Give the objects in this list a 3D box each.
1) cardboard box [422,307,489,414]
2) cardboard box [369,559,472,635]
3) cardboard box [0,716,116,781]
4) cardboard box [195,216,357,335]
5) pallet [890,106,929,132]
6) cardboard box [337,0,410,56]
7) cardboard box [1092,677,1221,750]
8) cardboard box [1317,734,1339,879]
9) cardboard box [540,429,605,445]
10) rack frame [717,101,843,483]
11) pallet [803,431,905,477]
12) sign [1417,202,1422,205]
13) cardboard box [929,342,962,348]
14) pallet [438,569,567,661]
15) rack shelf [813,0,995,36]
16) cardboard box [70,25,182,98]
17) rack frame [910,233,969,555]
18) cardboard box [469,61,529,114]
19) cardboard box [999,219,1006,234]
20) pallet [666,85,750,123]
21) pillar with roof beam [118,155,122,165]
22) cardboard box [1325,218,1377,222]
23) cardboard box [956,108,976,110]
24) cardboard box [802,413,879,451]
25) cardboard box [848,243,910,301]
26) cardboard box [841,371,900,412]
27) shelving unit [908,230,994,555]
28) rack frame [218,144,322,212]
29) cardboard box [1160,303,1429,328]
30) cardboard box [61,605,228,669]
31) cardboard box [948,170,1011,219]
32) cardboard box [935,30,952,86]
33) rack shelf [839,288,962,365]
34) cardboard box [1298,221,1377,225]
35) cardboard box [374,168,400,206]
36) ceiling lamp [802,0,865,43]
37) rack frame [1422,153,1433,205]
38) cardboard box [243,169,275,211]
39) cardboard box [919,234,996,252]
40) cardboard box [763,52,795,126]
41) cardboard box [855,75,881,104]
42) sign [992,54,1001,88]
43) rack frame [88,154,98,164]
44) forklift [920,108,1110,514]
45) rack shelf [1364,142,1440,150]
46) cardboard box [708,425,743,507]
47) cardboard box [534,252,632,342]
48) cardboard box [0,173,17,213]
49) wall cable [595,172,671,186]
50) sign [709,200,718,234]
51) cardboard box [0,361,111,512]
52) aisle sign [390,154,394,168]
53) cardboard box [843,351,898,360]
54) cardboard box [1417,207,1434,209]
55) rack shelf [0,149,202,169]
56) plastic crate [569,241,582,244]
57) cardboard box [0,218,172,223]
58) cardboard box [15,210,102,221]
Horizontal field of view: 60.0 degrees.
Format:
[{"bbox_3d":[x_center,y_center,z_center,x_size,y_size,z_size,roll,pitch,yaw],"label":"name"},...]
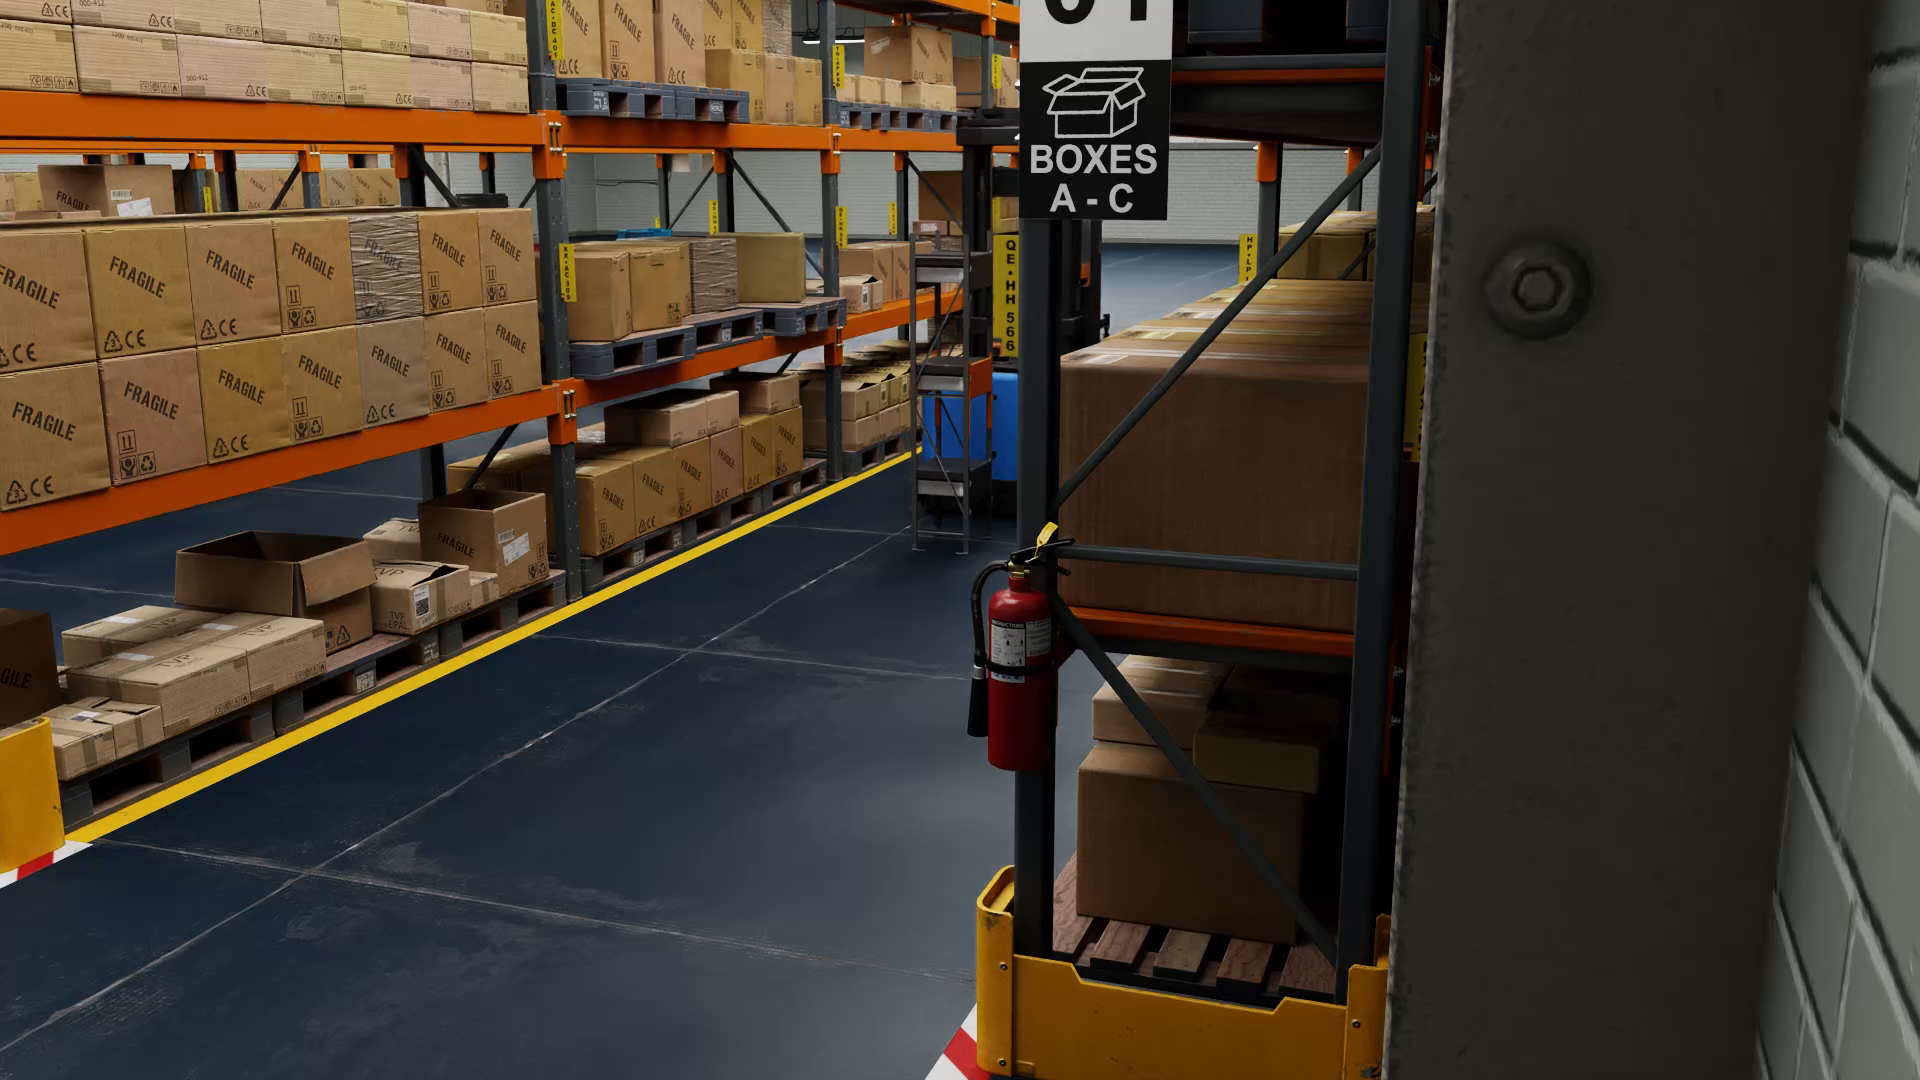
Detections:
[{"bbox_3d":[-2.832,-0.950,8.676,0.500,0.500,0.500,5,14,20],"label":"cardboard box"},{"bbox_3d":[-2.906,0.261,8.649,0.500,0.311,0.500,4,14,18],"label":"cardboard box"},{"bbox_3d":[-3.581,0.821,6.562,0.380,0.149,0.250,4,14,18],"label":"cardboard box"},{"bbox_3d":[-3.157,-1.225,7.633,0.500,0.500,0.500,4,14,18],"label":"cardboard box"},{"bbox_3d":[-0.959,-3.731,14.770,1.003,0.211,1.213,5,14,21],"label":"pallet"},{"bbox_3d":[-2.977,-2.434,7.878,0.500,0.250,0.500,4,14,18],"label":"cardboard box"},{"bbox_3d":[0.648,0.567,5.469,0.380,0.149,0.250,4,14,18],"label":"cardboard box"},{"bbox_3d":[0.940,0.819,5.827,0.700,0.500,0.500,4,14,18],"label":"cardboard box"},{"bbox_3d":[-2.529,-0.463,11.396,0.500,0.500,0.500,5,14,19],"label":"cardboard box"},{"bbox_3d":[-1.453,-1.976,13.396,1.000,3.000,0.127,4,14,18],"label":"rack frame"},{"bbox_3d":[-1.150,-0.787,14.453,1.003,0.211,1.213,4,14,18],"label":"pallet"},{"bbox_3d":[5.310,-3.765,19.291,0.100,0.325,0.005,4,14,18],"label":"sign"},{"bbox_3d":[-0.019,-1.850,16.818,0.500,0.311,0.500,4,14,18],"label":"cardboard box"},{"bbox_3d":[-2.971,0.371,9.383,1.003,0.211,1.213,4,14,18],"label":"pallet"},{"bbox_3d":[-0.806,-4.776,14.697,1.077,0.370,4.000,4,14,18],"label":"rack shelf"},{"bbox_3d":[-3.461,-1.875,6.549,0.500,0.250,0.500,4,14,18],"label":"cardboard box"},{"bbox_3d":[-0.133,-0.937,10.869,0.400,2.100,0.015,4,14,18],"label":"rack frame"},{"bbox_3d":[-2.653,-2.401,8.856,0.500,0.250,0.500,4,14,18],"label":"cardboard box"},{"bbox_3d":[0.274,-3.333,17.659,0.380,0.149,0.250,4,13,17],"label":"cardboard box"},{"bbox_3d":[-2.138,-2.855,10.930,1.213,0.211,1.003,4,14,18],"label":"pallet"},{"bbox_3d":[-15.434,-10.504,37.278,9.100,9.000,0.548,4,14,18],"label":"pillar with roof beam"},{"bbox_3d":[2.354,-1.785,9.938,0.500,0.250,0.500,4,13,17],"label":"cardboard box"},{"bbox_3d":[-0.028,-4.704,17.916,0.380,0.149,0.250,4,14,18],"label":"cardboard box"},{"bbox_3d":[-1.006,-0.929,14.045,0.500,0.250,0.500,4,14,18],"label":"cardboard box"},{"bbox_3d":[-0.756,-2.490,15.423,0.500,0.500,0.500,4,14,18],"label":"cardboard box"},{"bbox_3d":[-0.844,-1.314,14.470,0.500,0.311,0.500,4,13,17],"label":"cardboard box"},{"bbox_3d":[-0.054,-0.989,11.094,0.431,2.100,0.503,4,14,18],"label":"shelving unit"},{"bbox_3d":[-6.139,-2.333,14.961,1.000,3.000,0.127,4,14,18],"label":"rack frame"},{"bbox_3d":[1.282,-0.504,6.272,0.980,0.700,0.700,4,13,16],"label":"cardboard box"},{"bbox_3d":[-3.763,0.505,7.719,0.500,0.250,0.500,4,14,18],"label":"cardboard box"},{"bbox_3d":[0.141,-3.700,17.808,0.700,0.500,0.500,4,14,18],"label":"cardboard box"},{"bbox_3d":[-0.396,-4.651,16.082,0.500,0.500,0.500,5,14,19],"label":"cardboard box"},{"bbox_3d":[-0.806,-2.046,15.321,1.077,0.370,4.000,4,14,18],"label":"rack shelf"},{"bbox_3d":[2.189,-1.678,9.467,0.500,0.250,0.500,5,14,20],"label":"cardboard box"},{"bbox_3d":[-8.181,-4.922,23.163,0.500,0.500,0.500,4,14,18],"label":"cardboard box"},{"bbox_3d":[-3.447,-15.762,47.198,2.000,3.185,0.800,4,14,18],"label":"ceiling lamp"},{"bbox_3d":[5.823,-3.304,19.216,1.000,3.000,0.127,4,14,18],"label":"rack frame"},{"bbox_3d":[-8.985,-4.395,20.855,0.500,0.500,0.500,4,14,18],"label":"cardboard box"},{"bbox_3d":[-0.022,-2.961,17.486,0.700,0.500,0.500,4,13,17],"label":"cardboard box"},{"bbox_3d":[-1.728,-3.285,12.167,0.910,0.500,0.500,4,14,18],"label":"cardboard box"},{"bbox_3d":[-1.012,-3.901,14.481,0.500,0.250,0.500,4,13,17],"label":"cardboard box"},{"bbox_3d":[0.357,-4.649,16.497,0.100,0.325,0.005,4,14,18],"label":"sign"},{"bbox_3d":[-12.898,-4.753,25.562,1.000,3.000,0.127,4,14,18],"label":"rack frame"},{"bbox_3d":[0.623,-1.886,13.157,1.130,2.935,3.031,4,13,16],"label":"forklift"},{"bbox_3d":[3.882,-3.153,13.428,1.077,0.370,4.000,4,14,18],"label":"rack shelf"},{"bbox_3d":[-1.866,-0.538,11.725,0.500,0.500,0.500,4,13,16],"label":"cardboard box"},{"bbox_3d":[-2.383,-1.471,10.014,0.700,0.500,0.500,0,13,-1],"label":"cardboard box"},{"bbox_3d":[-13.667,-4.813,23.063,0.875,0.550,0.550,4,14,18],"label":"cardboard box"},{"bbox_3d":[-11.479,-13.615,57.887,3.097,2.526,0.112,4,14,18],"label":"wall cable"},{"bbox_3d":[-1.980,-2.579,13.439,0.100,0.325,0.005,4,14,18],"label":"sign"},{"bbox_3d":[-3.649,-0.415,6.331,0.500,0.500,0.500,5,14,20],"label":"cardboard box"},{"bbox_3d":[-7.933,-5.633,23.577,0.394,0.787,0.004,4,14,18],"label":"aisle sign"},{"bbox_3d":[-0.862,-1.672,16.042,0.500,0.311,0.500,4,13,17],"label":"cardboard box"},{"bbox_3d":[5.042,-3.316,17.874,0.500,0.500,0.500,4,13,17],"label":"cardboard box"},{"bbox_3d":[-10.179,-4.223,18.115,1.077,0.370,4.000,4,14,18],"label":"rack shelf"},{"bbox_3d":[-4.555,-3.246,19.101,0.767,0.338,0.504,4,14,18],"label":"plastic crate"},{"bbox_3d":[-3.832,-1.157,7.337,0.500,0.500,0.500,5,14,20],"label":"cardboard box"},{"bbox_3d":[-10.005,-3.415,18.527,0.797,0.503,0.637,6,14,24],"label":"cardboard box"}]
